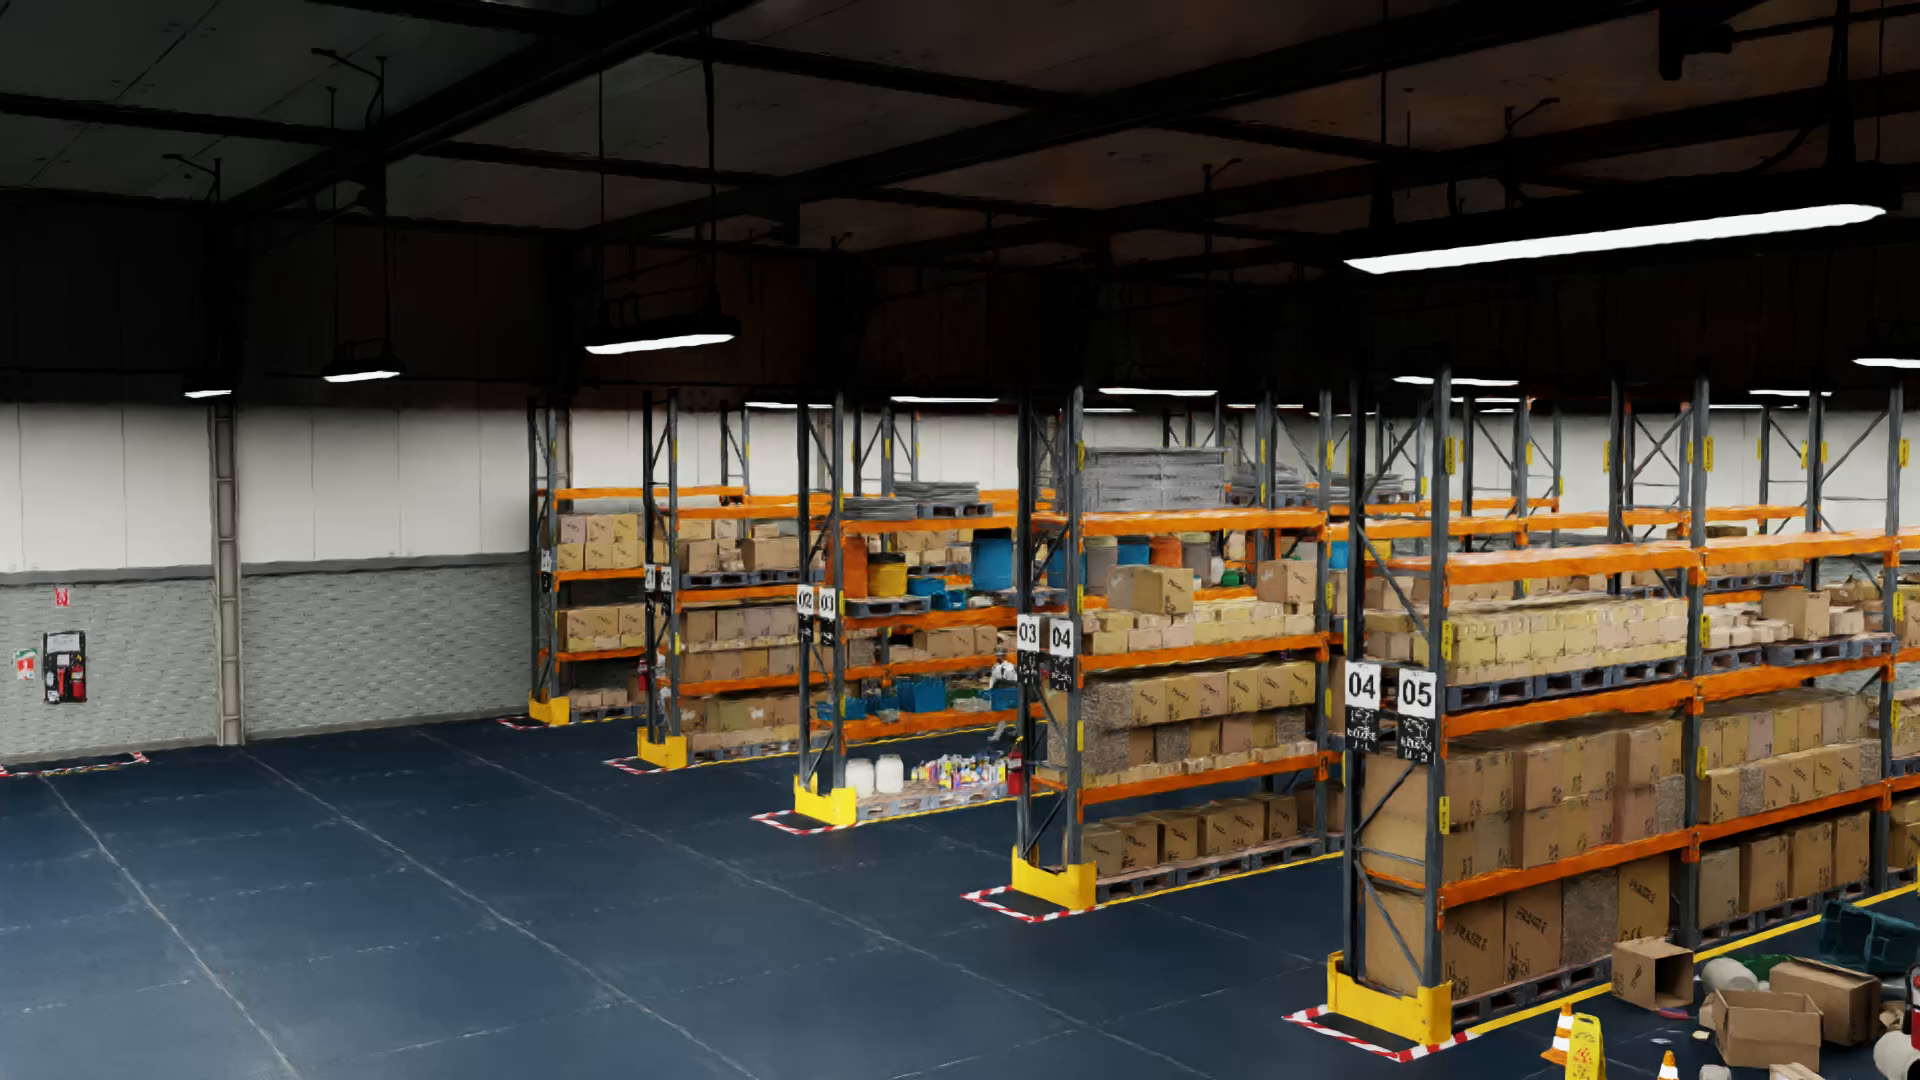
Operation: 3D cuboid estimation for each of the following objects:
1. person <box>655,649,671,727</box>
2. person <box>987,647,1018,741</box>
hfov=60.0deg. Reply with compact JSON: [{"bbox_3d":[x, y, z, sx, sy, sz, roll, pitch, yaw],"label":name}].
[{"bbox_3d":[-5.348,2.636,30.214,0.958,1.526,0.656,-3,4,-41],"label":"person"},{"bbox_3d":[0.746,2.638,28.809,1.023,1.604,0.510,-3,5,-43],"label":"person"}]
